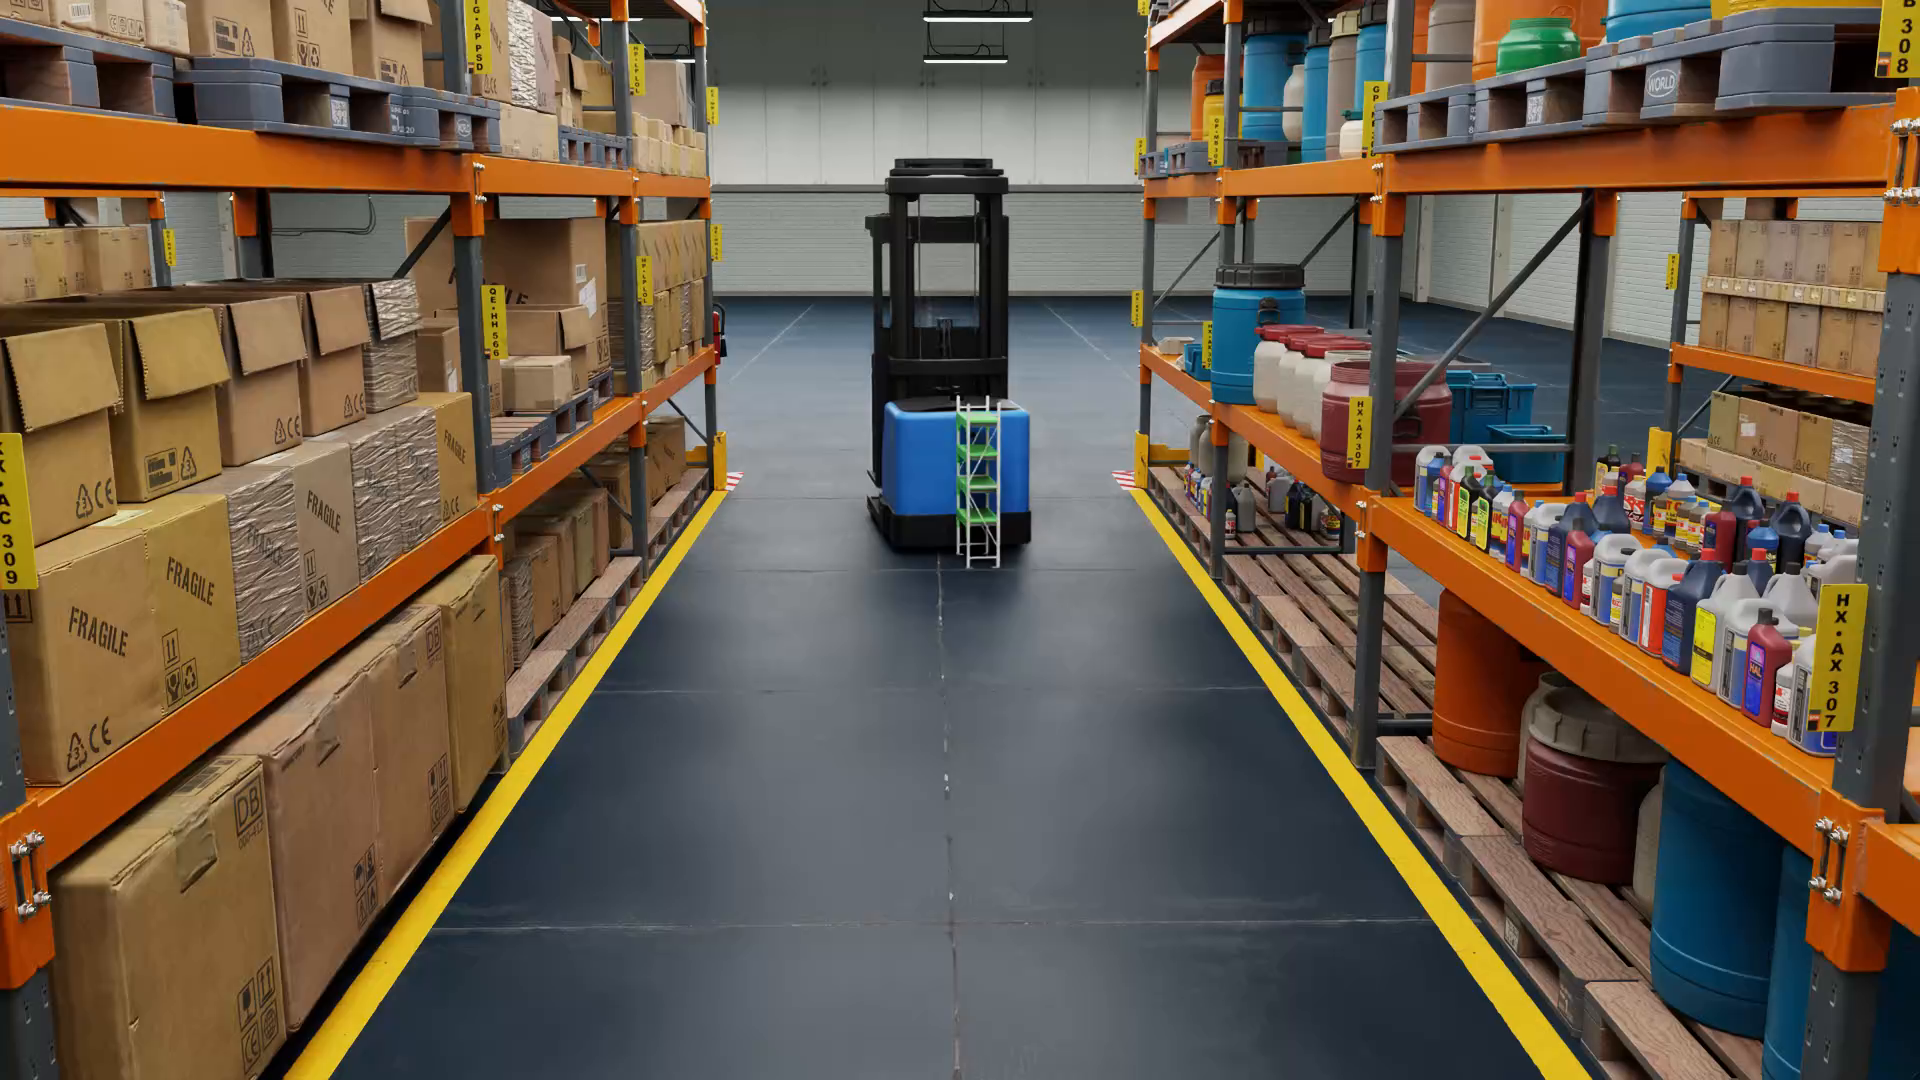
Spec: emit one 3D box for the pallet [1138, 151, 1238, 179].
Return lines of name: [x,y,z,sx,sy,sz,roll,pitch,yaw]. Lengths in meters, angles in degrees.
pallet: [2.103,-3.210,14.269,1.003,0.211,1.213,0,11,-1]

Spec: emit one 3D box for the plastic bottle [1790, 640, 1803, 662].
plastic bottle: [2.128,0.358,4.248,0.097,0.201,0.097,0,11,0]

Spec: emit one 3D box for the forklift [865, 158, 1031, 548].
forklift: [-0.190,-1.623,13.687,1.130,2.935,3.031,-2,12,-8]

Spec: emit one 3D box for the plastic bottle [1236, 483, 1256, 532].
plastic bottle: [2.109,-0.247,12.290,0.144,0.351,0.185,0,11,-1]

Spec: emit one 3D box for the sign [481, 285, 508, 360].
sign: [-2.048,-0.957,7.322,0.100,0.325,0.005,0,11,-1]

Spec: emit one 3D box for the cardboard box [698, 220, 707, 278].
cardboard box: [-2.510,-2.554,14.588,0.500,0.500,0.500,0,11,-1]

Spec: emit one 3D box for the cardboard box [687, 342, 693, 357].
cardboard box: [-2.505,-1.649,14.277,0.380,0.149,0.250,0,11,-1]

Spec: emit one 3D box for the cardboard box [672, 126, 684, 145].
cardboard box: [-2.431,-3.257,13.397,0.380,0.149,0.250,-1,11,-4]

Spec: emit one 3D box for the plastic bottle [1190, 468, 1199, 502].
plastic bottle: [1.916,-0.446,13.470,0.097,0.271,0.097,0,11,0]

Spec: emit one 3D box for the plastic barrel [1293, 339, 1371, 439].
plastic barrel: [2.091,-0.846,9.344,0.433,0.535,0.433,0,11,0]

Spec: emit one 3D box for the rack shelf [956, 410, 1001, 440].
rack shelf: [0.132,-0.835,12.066,0.258,0.148,0.480,-2,12,-8]

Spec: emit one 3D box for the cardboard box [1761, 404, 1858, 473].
cardboard box: [6.953,-0.837,13.615,0.500,0.500,0.500,0,11,-1]

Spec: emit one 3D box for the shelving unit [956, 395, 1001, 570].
shelving unit: [0.132,-0.427,12.148,0.258,1.200,0.503,-2,12,-8]

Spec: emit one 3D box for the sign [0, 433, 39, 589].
sign: [-1.966,-0.058,3.422,0.100,0.325,0.005,0,11,-1]

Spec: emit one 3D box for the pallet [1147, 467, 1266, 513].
pallet: [2.243,-0.455,14.769,1.003,0.211,1.213,0,11,-1]

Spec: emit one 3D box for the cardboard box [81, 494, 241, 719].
cardboard box: [-2.291,0.167,4.442,0.500,0.500,0.500,0,11,-1]

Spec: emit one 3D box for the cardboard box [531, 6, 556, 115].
cardboard box: [-2.380,-2.446,8.520,0.500,0.500,0.500,-1,11,-3]

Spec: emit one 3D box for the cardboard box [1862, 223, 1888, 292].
cardboard box: [7.191,-2.096,12.330,0.700,0.500,0.500,0,11,-1]

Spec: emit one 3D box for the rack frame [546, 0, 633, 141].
rack frame: [-2.686,-4.122,10.745,1.000,3.000,0.127,0,11,-1]

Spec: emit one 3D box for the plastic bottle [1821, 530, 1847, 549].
plastic bottle: [2.804,0.104,5.326,0.097,0.271,0.097,0,11,0]

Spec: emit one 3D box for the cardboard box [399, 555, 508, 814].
cardboard box: [-2.610,0.586,6.915,1.225,0.875,0.875,-1,11,-4]

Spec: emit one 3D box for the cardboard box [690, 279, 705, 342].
cardboard box: [-2.654,-1.964,14.195,0.875,0.500,0.500,0,11,-1]

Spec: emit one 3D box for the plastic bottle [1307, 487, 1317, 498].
plastic bottle: [2.664,-0.282,12.461,0.144,0.351,0.185,0,11,0]

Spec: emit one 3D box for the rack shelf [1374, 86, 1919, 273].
rack shelf: [2.390,-1.127,5.337,1.077,0.370,4.000,0,11,-1]

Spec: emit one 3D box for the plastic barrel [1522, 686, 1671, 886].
plastic barrel: [2.399,0.890,6.135,0.600,0.588,0.708,0,11,-1]

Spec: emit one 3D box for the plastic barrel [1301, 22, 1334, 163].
plastic barrel: [2.494,-2.818,10.600,0.600,0.901,0.708,0,11,-1]

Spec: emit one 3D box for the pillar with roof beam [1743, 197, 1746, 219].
pillar with roof beam: [8.416,-7.211,25.968,9.100,9.000,0.400,0,11,-1]

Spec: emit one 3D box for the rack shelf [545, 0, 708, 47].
rack shelf: [-2.727,-4.166,12.777,1.077,0.370,4.000,0,11,-1]

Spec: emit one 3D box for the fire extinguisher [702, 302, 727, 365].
fire extinguisher: [-2.310,-1.964,15.390,0.296,0.674,0.183,0,11,-1]

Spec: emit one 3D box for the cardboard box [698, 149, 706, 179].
cardboard box: [-2.504,-3.279,14.511,0.500,0.250,0.500,0,11,0]

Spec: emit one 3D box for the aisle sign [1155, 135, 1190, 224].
aisle sign: [1.889,-3.285,15.168,0.394,0.787,0.004,0,11,-1]

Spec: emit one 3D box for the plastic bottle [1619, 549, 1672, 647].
plastic bottle: [2.079,0.172,4.979,0.152,0.276,0.135,0,11,-1]

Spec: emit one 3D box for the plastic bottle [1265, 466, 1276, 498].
plastic bottle: [2.531,-0.468,13.547,0.061,0.283,0.133,0,11,-1]

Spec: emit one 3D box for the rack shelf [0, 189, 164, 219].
rack shelf: [-7.688,-2.697,13.073,1.077,0.370,4.000,0,11,-1]

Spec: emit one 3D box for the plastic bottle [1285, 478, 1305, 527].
plastic bottle: [2.520,-0.281,12.458,0.144,0.351,0.185,0,11,-1]

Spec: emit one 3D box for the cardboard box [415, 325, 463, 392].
cardboard box: [-2.654,-0.749,7.899,0.500,0.500,0.500,-2,12,-8]

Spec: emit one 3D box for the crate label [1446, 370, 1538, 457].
crate label: [2.599,-0.623,8.498,0.502,0.435,0.616,0,11,-1]

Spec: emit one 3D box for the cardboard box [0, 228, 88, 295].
cardboard box: [-7.781,-2.285,13.685,0.875,0.550,0.550,0,11,-1]

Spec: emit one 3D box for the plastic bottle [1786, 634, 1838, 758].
plastic bottle: [2.100,0.372,3.996,0.152,0.276,0.135,0,11,-1]

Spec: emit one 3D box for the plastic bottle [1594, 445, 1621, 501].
plastic bottle: [2.784,-0.272,7.147,0.061,0.283,0.133,0,11,-1]

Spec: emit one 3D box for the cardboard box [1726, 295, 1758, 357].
cardboard box: [7.148,-1.869,14.476,0.700,0.500,0.500,0,11,0]

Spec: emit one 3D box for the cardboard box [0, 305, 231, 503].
cardboard box: [-2.545,-0.396,4.692,0.797,0.503,0.637,0,11,-1]

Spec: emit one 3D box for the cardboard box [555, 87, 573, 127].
cardboard box: [-2.566,-2.606,10.096,0.396,0.266,0.258,0,11,1]

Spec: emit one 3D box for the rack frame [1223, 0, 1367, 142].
rack frame: [2.266,-4.143,10.846,1.000,3.000,0.127,0,11,-1]

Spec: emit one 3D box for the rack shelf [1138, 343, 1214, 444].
rack shelf: [2.225,-1.248,13.473,1.077,0.370,4.000,0,11,-1]

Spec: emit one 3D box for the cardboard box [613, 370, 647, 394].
cardboard box: [-2.390,-1.103,11.584,0.380,0.149,0.250,0,11,-1]

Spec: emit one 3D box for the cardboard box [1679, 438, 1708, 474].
cardboard box: [6.925,-0.768,15.160,0.500,0.250,0.500,0,11,-1]

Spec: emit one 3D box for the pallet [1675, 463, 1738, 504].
pallet: [7.194,-0.499,14.987,1.003,0.211,1.213,0,11,-1]

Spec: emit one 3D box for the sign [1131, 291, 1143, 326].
sign: [1.633,-2.132,15.327,0.100,0.325,0.005,0,11,-1]

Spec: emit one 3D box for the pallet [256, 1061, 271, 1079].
pallet: [-2.612,1.622,4.535,1.003,0.211,1.213,0,11,-1]

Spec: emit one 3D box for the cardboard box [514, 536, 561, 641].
cardboard box: [-2.680,0.266,9.382,0.700,0.500,0.500,1,11,4]

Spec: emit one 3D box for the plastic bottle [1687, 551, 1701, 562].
plastic bottle: [2.204,0.170,5.001,0.097,0.271,0.097,0,11,0]

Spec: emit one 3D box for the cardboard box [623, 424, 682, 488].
cardboard box: [-2.726,-0.715,14.271,0.500,0.500,0.500,3,12,14]

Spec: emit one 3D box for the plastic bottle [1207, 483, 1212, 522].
plastic bottle: [1.916,-0.284,12.641,0.061,0.283,0.133,1,11,3]

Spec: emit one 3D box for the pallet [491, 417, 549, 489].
pallet: [-2.724,-0.434,8.138,1.213,0.211,1.003,0,11,-1]

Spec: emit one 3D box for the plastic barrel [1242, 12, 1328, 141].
plastic barrel: [2.353,-3.322,12.030,0.600,0.901,0.708,0,11,-1]

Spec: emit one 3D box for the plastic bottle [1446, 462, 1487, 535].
plastic bottle: [2.044,-0.167,6.651,0.152,0.276,0.135,0,11,-1]

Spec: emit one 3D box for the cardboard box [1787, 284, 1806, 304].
cardboard box: [6.960,-2.000,13.489,0.380,0.149,0.250,0,11,-1]

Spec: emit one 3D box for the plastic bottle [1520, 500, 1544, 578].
plastic bottle: [2.033,-0.004,5.859,0.097,0.271,0.097,0,11,0]
